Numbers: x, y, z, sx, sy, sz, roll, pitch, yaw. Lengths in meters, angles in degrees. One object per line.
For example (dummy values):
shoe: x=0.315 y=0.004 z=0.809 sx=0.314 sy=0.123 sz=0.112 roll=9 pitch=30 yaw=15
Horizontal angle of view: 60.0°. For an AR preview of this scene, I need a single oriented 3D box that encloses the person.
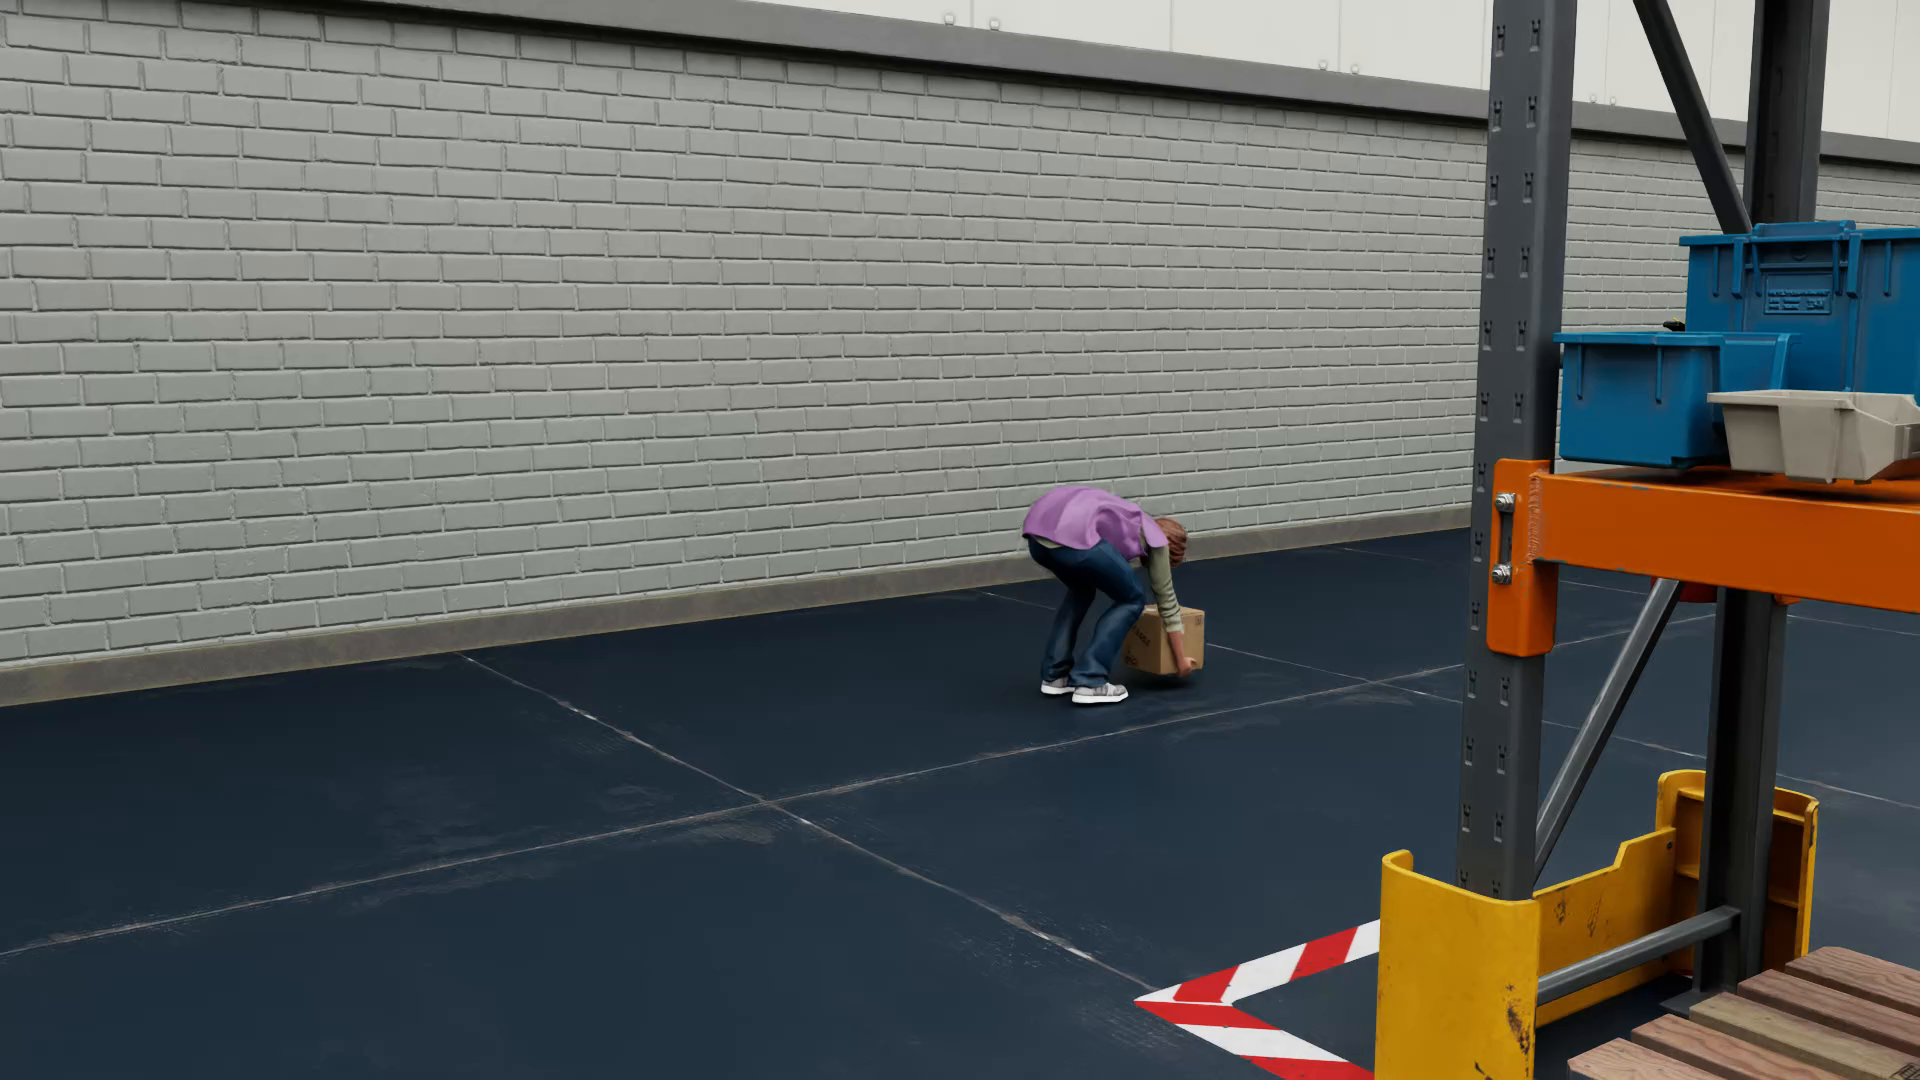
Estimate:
person: x=0.573 y=0.212 z=6.898 sx=0.715 sy=0.886 sz=0.424 roll=-6 pitch=10 yaw=-39
